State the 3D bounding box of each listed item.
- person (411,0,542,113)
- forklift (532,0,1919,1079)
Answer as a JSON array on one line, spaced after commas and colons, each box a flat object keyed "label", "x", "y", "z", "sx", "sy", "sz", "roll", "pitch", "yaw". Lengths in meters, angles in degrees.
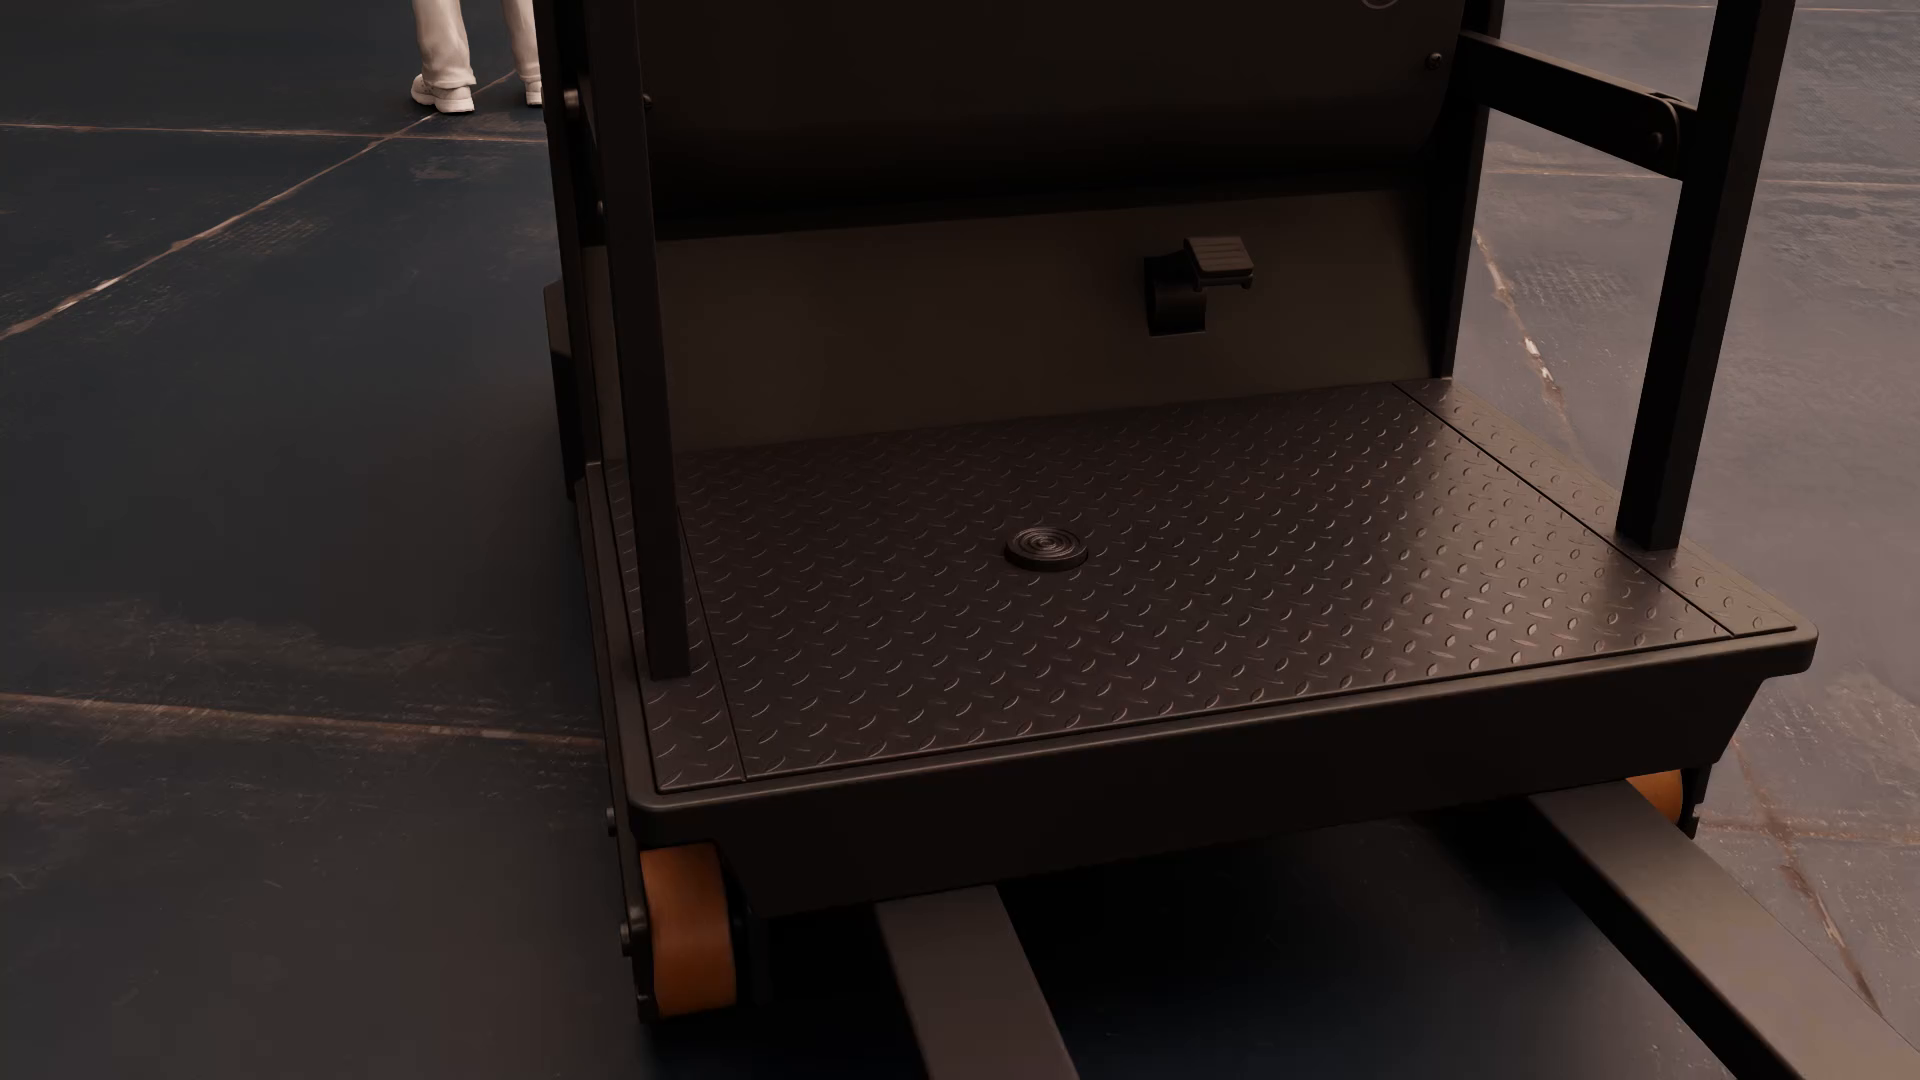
[{"label": "person", "x": -1.510, "y": -2.181, "z": 4.885, "sx": 0.646, "sy": 1.774, "sz": 0.420, "roll": -12, "pitch": 29, "yaw": -22}, {"label": "forklift", "x": 0.153, "y": -1.049, "z": 1.319, "sx": 1.130, "sy": 2.935, "sz": 3.031, "roll": -7, "pitch": 27, "yaw": -13}]
